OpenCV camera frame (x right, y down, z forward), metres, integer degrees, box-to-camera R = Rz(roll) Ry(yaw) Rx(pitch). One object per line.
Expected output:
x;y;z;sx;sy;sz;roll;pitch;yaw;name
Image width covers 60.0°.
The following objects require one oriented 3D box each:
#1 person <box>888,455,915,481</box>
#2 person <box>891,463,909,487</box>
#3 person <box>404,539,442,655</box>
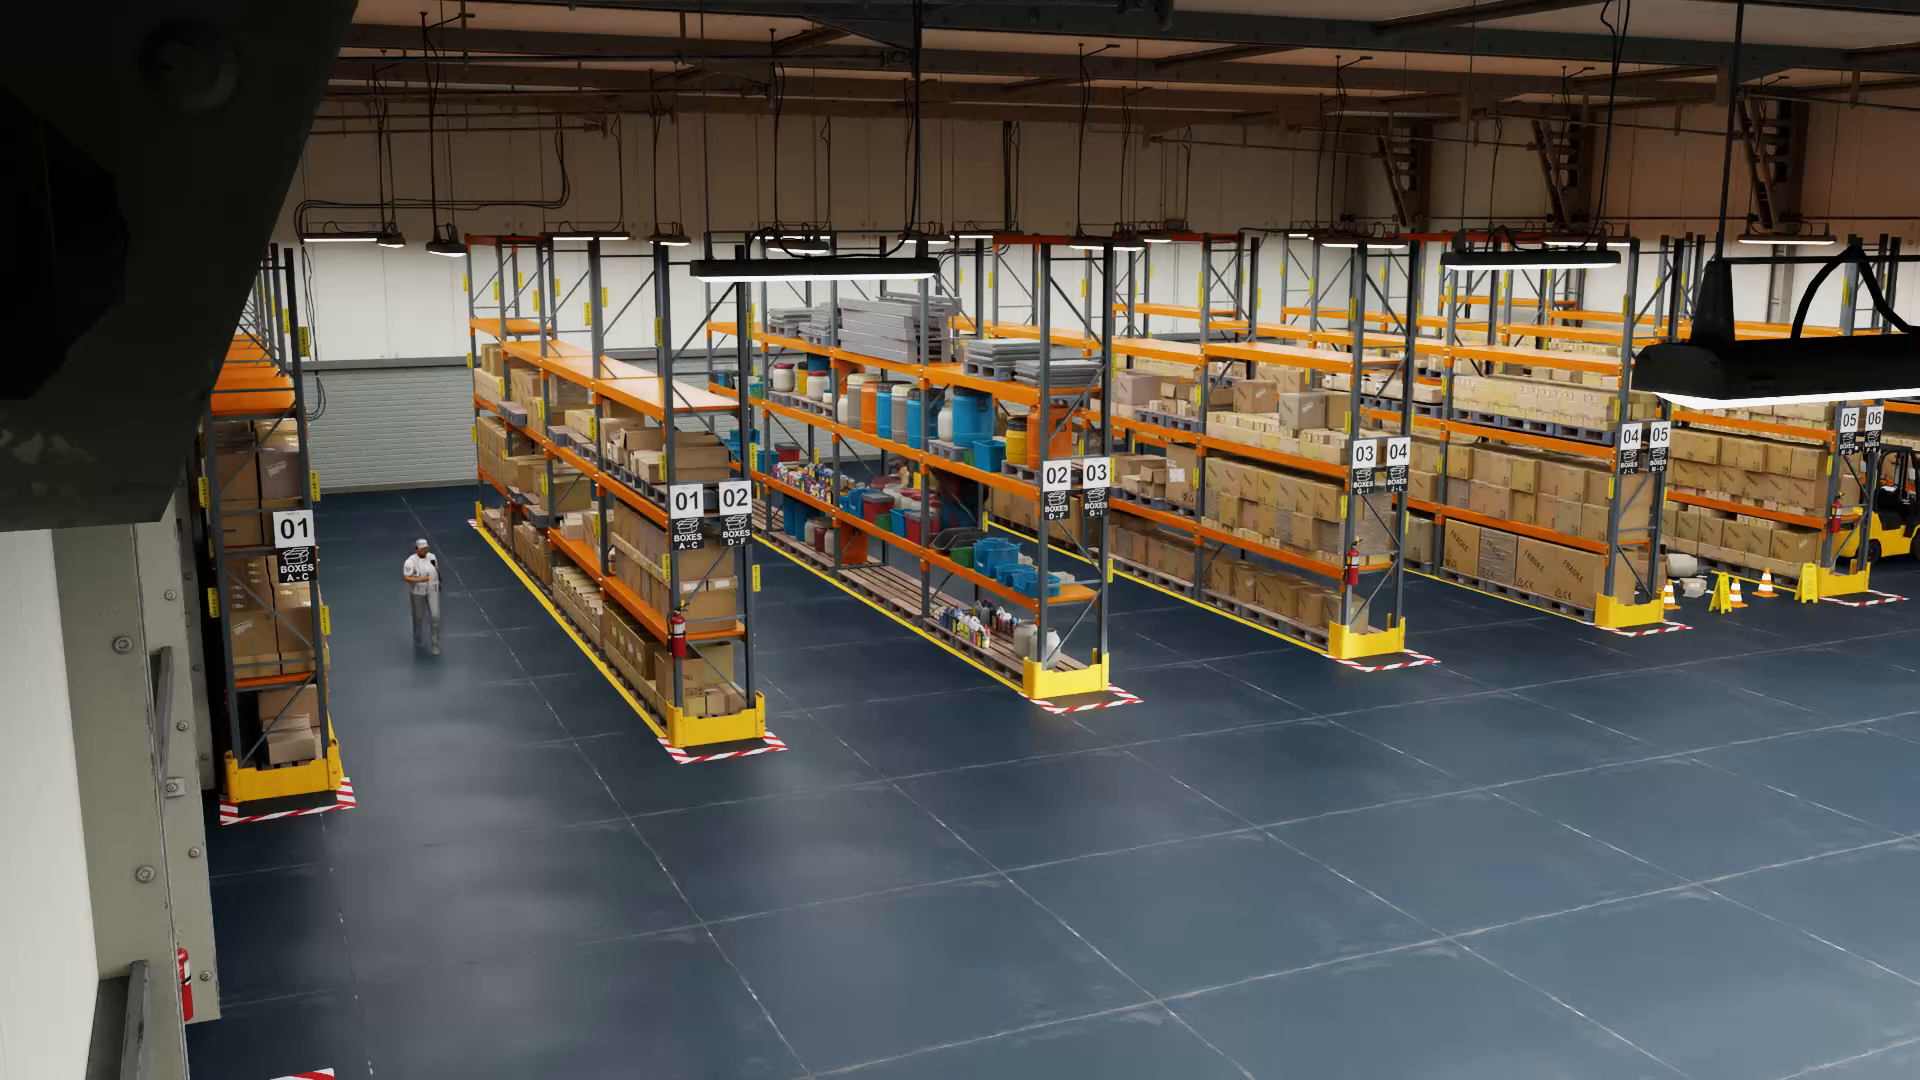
-1.434;-2.295;40.557;0.845;1.702;0.650;3;11;17;person
-1.312;-0.753;32.965;0.613;1.604;1.008;-8;14;-36;person
-7.925;0.818;24.552;0.554;1.723;0.843;-6;13;-29;person
